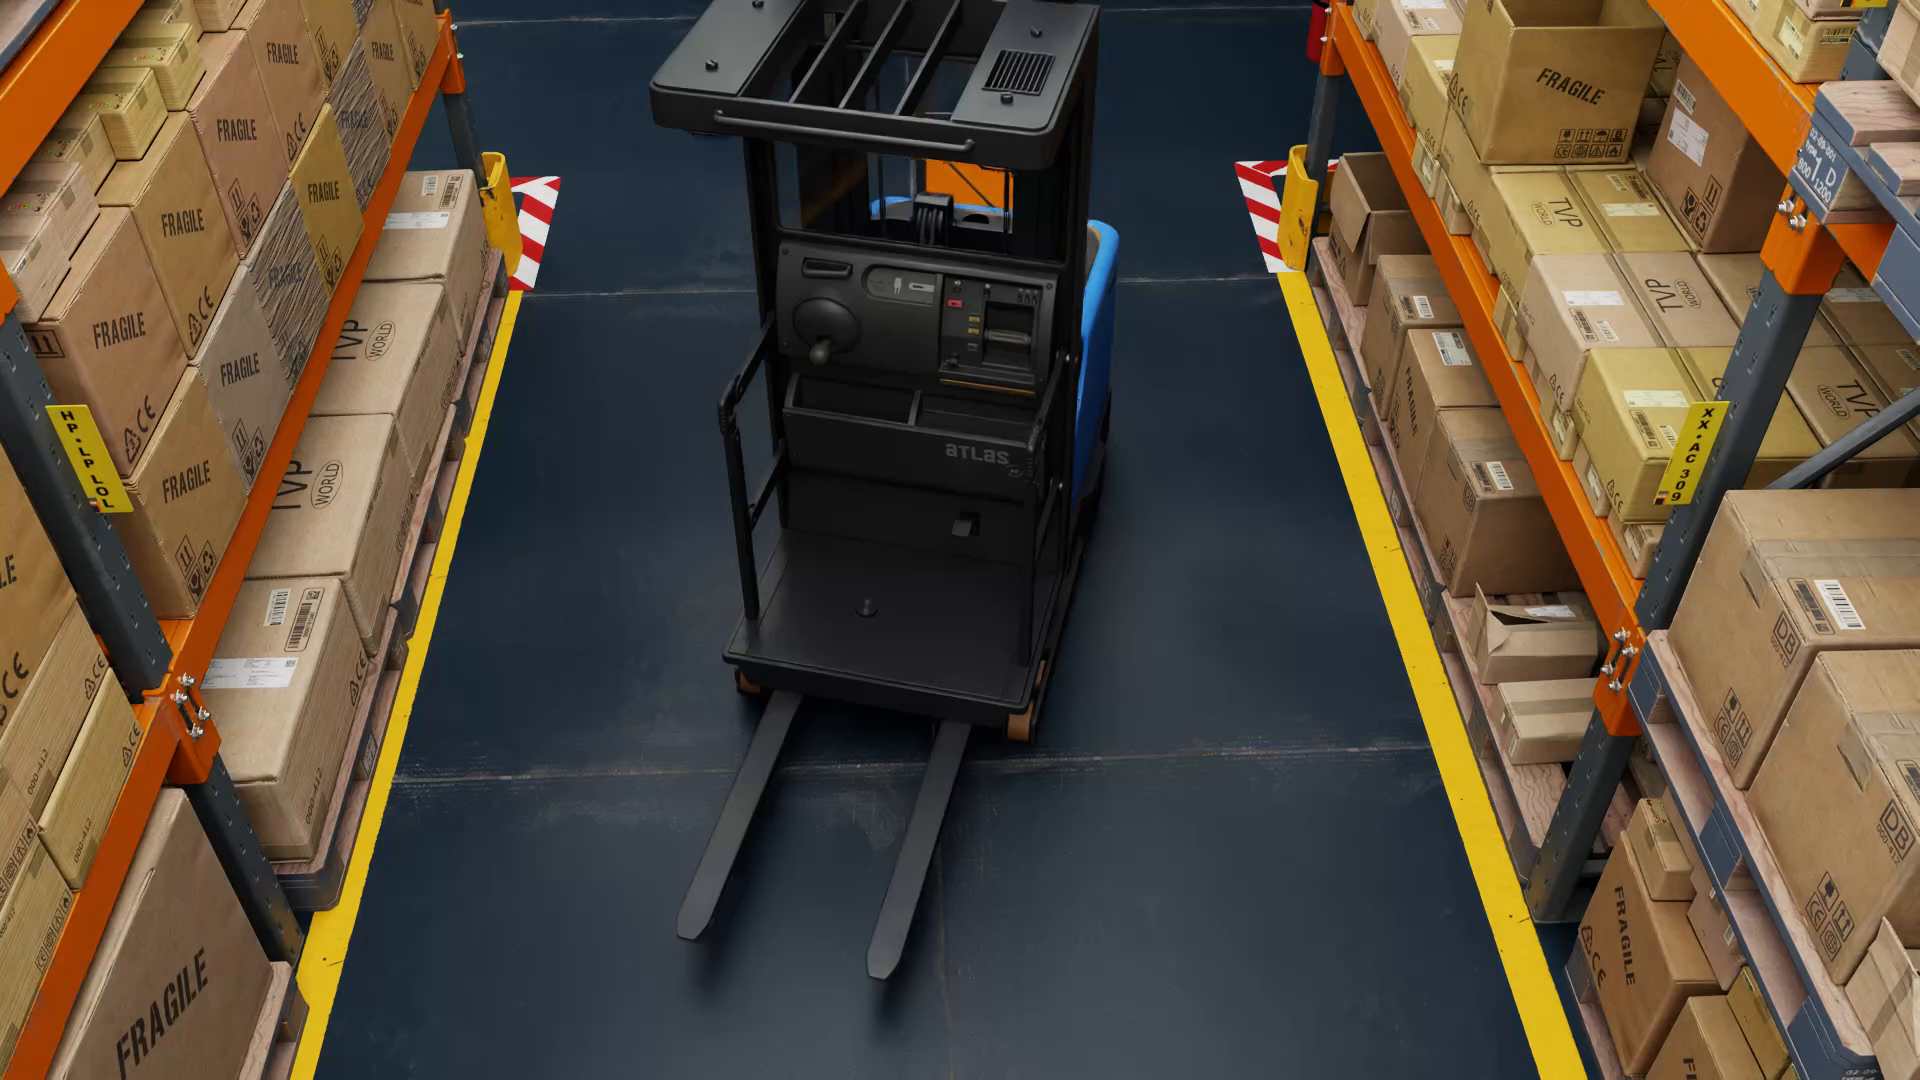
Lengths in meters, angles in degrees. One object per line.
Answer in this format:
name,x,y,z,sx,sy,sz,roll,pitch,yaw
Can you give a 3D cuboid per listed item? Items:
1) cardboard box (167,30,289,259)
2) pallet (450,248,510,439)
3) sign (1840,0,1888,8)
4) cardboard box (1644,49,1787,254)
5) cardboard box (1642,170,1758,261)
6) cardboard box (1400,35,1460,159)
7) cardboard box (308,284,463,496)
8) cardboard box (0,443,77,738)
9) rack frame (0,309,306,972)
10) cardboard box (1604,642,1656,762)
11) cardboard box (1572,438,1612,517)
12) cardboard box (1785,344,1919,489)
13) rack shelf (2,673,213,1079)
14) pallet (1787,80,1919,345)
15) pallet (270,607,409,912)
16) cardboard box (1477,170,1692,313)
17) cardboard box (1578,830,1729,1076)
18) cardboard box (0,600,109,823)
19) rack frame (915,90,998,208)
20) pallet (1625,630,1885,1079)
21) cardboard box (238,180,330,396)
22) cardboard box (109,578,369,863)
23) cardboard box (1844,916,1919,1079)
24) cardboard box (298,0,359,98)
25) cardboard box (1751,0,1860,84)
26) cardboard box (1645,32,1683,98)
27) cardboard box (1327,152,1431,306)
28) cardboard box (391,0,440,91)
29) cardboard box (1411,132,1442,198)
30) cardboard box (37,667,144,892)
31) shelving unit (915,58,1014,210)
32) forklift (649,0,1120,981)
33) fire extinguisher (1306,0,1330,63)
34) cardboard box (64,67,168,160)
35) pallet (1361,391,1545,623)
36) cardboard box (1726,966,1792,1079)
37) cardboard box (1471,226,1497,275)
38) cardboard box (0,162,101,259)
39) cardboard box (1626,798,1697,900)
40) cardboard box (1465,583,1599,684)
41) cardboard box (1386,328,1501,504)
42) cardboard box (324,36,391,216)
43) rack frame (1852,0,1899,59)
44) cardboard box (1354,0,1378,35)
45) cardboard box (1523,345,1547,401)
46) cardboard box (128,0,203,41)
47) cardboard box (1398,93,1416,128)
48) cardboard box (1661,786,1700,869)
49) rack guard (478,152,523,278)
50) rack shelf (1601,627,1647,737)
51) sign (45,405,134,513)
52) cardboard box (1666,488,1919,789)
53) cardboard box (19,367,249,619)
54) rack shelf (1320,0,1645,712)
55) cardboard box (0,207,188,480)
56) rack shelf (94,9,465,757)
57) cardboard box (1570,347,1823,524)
cardboard box,-2.407,-1.190,5.014,0.500,0.500,0.500,-1,43,-1
pallet,-2.661,-0.904,7.580,1.003,0.211,1.213,-2,43,-2
sign,1.814,-1.189,3.225,0.100,0.325,0.005,-2,43,-2
cardboard box,2.558,-1.258,5.238,0.500,0.500,0.500,-3,43,-3
cardboard box,2.556,-0.997,5.509,0.500,0.250,0.500,-1,43,-1
cardboard box,1.982,-1.672,6.245,0.500,0.250,0.500,-2,43,-3
cardboard box,-2.598,-0.619,6.791,0.875,0.438,0.875,-1,43,-1
cardboard box,-2.334,0.120,3.585,0.500,0.500,0.500,0,43,0
rack frame,-2.603,0.231,4.278,1.000,3.000,0.127,-2,43,-2
cardboard box,2.564,0.470,5.697,0.500,0.311,0.500,0,43,0
cardboard box,2.057,-0.204,4.939,0.380,0.149,0.250,-1,43,-1
cardboard box,2.604,-0.310,4.759,0.500,0.250,0.500,-2,43,-2
rack shelf,-2.518,1.847,3.048,1.077,0.370,4.000,-2,43,-2
pallet,2.313,-0.508,3.003,1.213,0.211,1.003,-2,43,-2
pallet,-2.557,0.744,5.783,1.003,0.211,1.213,-2,43,-2
cardboard box,2.046,-0.980,5.490,0.500,0.250,0.500,-2,43,-2
cardboard box,2.151,1.186,4.775,0.500,0.500,0.500,0,43,0
cardboard box,-2.342,0.393,3.843,0.500,0.250,0.500,-2,43,-2
rack frame,0.076,-1.188,6.936,0.500,1.500,0.032,0,43,0
pallet,2.281,0.700,3.909,1.003,0.211,1.213,-2,43,-2
cardboard box,-2.394,-0.806,5.335,0.500,0.500,0.500,-1,43,-2
cardboard box,-2.523,0.594,5.467,0.875,0.438,0.875,-2,43,-2
cardboard box,2.031,0.930,3.304,0.396,0.266,0.258,0,43,0
cardboard box,-2.446,-1.870,5.756,0.500,0.500,0.500,-2,43,-2
cardboard box,2.045,-1.161,3.763,0.380,0.149,0.250,-2,43,-2
cardboard box,2.507,-1.683,6.257,0.500,0.250,0.500,0,43,0
cardboard box,2.117,-1.433,7.630,0.797,0.503,0.637,-3,43,-3
cardboard box,-2.488,-2.188,6.843,0.500,0.500,0.500,-1,43,-2
cardboard box,1.931,-1.421,6.266,0.380,0.149,0.250,-3,43,-3
cardboard box,-2.332,0.582,4.006,0.500,0.250,0.500,-3,43,-3
shelving unit,0.076,-1.537,7.317,0.587,1.500,1.083,0,43,0
forklift,-0.196,-0.645,5.284,1.130,2.935,3.031,9,43,10
fire extinguisher,1.718,-2.534,7.628,0.296,0.674,0.183,-2,43,-2
cardboard box,-2.387,-1.147,4.488,0.380,0.149,0.250,-2,43,-2
pallet,2.273,-0.175,6.785,1.003,0.211,1.213,-2,43,-2
cardboard box,2.216,1.221,4.257,0.380,0.149,0.250,-4,43,-4
cardboard box,2.042,-1.071,5.885,0.380,0.149,0.250,-2,43,-2
cardboard box,-2.384,-0.806,4.116,0.380,0.149,0.250,-1,43,-1
cardboard box,2.105,0.864,4.647,0.380,0.149,0.250,0,43,0
cardboard box,2.023,0.331,5.882,0.396,0.266,0.258,0,43,0
cardboard box,2.037,-0.494,6.608,0.500,0.500,0.500,-1,43,-1
cardboard box,-2.450,-1.502,6.094,0.500,0.500,0.500,-1,43,-1
rack frame,2.356,-2.125,2.409,1.000,3.000,0.127,-2,43,-2
cardboard box,1.936,-2.354,6.990,0.500,0.250,0.500,-1,43,-2
cardboard box,2.038,-0.557,5.324,0.380,0.149,0.250,-1,43,-1
cardboard box,-2.462,-1.495,4.867,0.380,0.149,0.250,-2,43,-2
cardboard box,1.978,-1.773,6.650,0.380,0.149,0.250,0,43,0
cardboard box,2.166,0.752,4.548,0.380,0.149,0.250,-2,43,-3
rack guard,-2.774,-1.564,8.086,1.175,0.500,0.348,-2,43,-2
rack shelf,2.441,1.702,3.206,1.077,0.370,4.000,-2,43,-2
sign,-2.062,-0.189,3.938,0.100,0.325,0.005,-2,43,-2
cardboard box,2.153,0.228,3.897,0.700,0.500,0.500,-1,43,-1
cardboard box,-2.362,-0.130,4.598,0.500,0.500,0.500,0,43,0
rack shelf,2.271,-0.999,6.152,1.077,0.370,4.000,-2,43,-2
cardboard box,-2.382,-0.503,4.265,0.500,0.500,0.500,-1,43,-2
rack shelf,-2.688,-0.854,5.994,1.077,0.370,4.000,-2,43,-2
cardboard box,2.090,-0.305,4.754,0.500,0.250,0.500,-1,43,-1
